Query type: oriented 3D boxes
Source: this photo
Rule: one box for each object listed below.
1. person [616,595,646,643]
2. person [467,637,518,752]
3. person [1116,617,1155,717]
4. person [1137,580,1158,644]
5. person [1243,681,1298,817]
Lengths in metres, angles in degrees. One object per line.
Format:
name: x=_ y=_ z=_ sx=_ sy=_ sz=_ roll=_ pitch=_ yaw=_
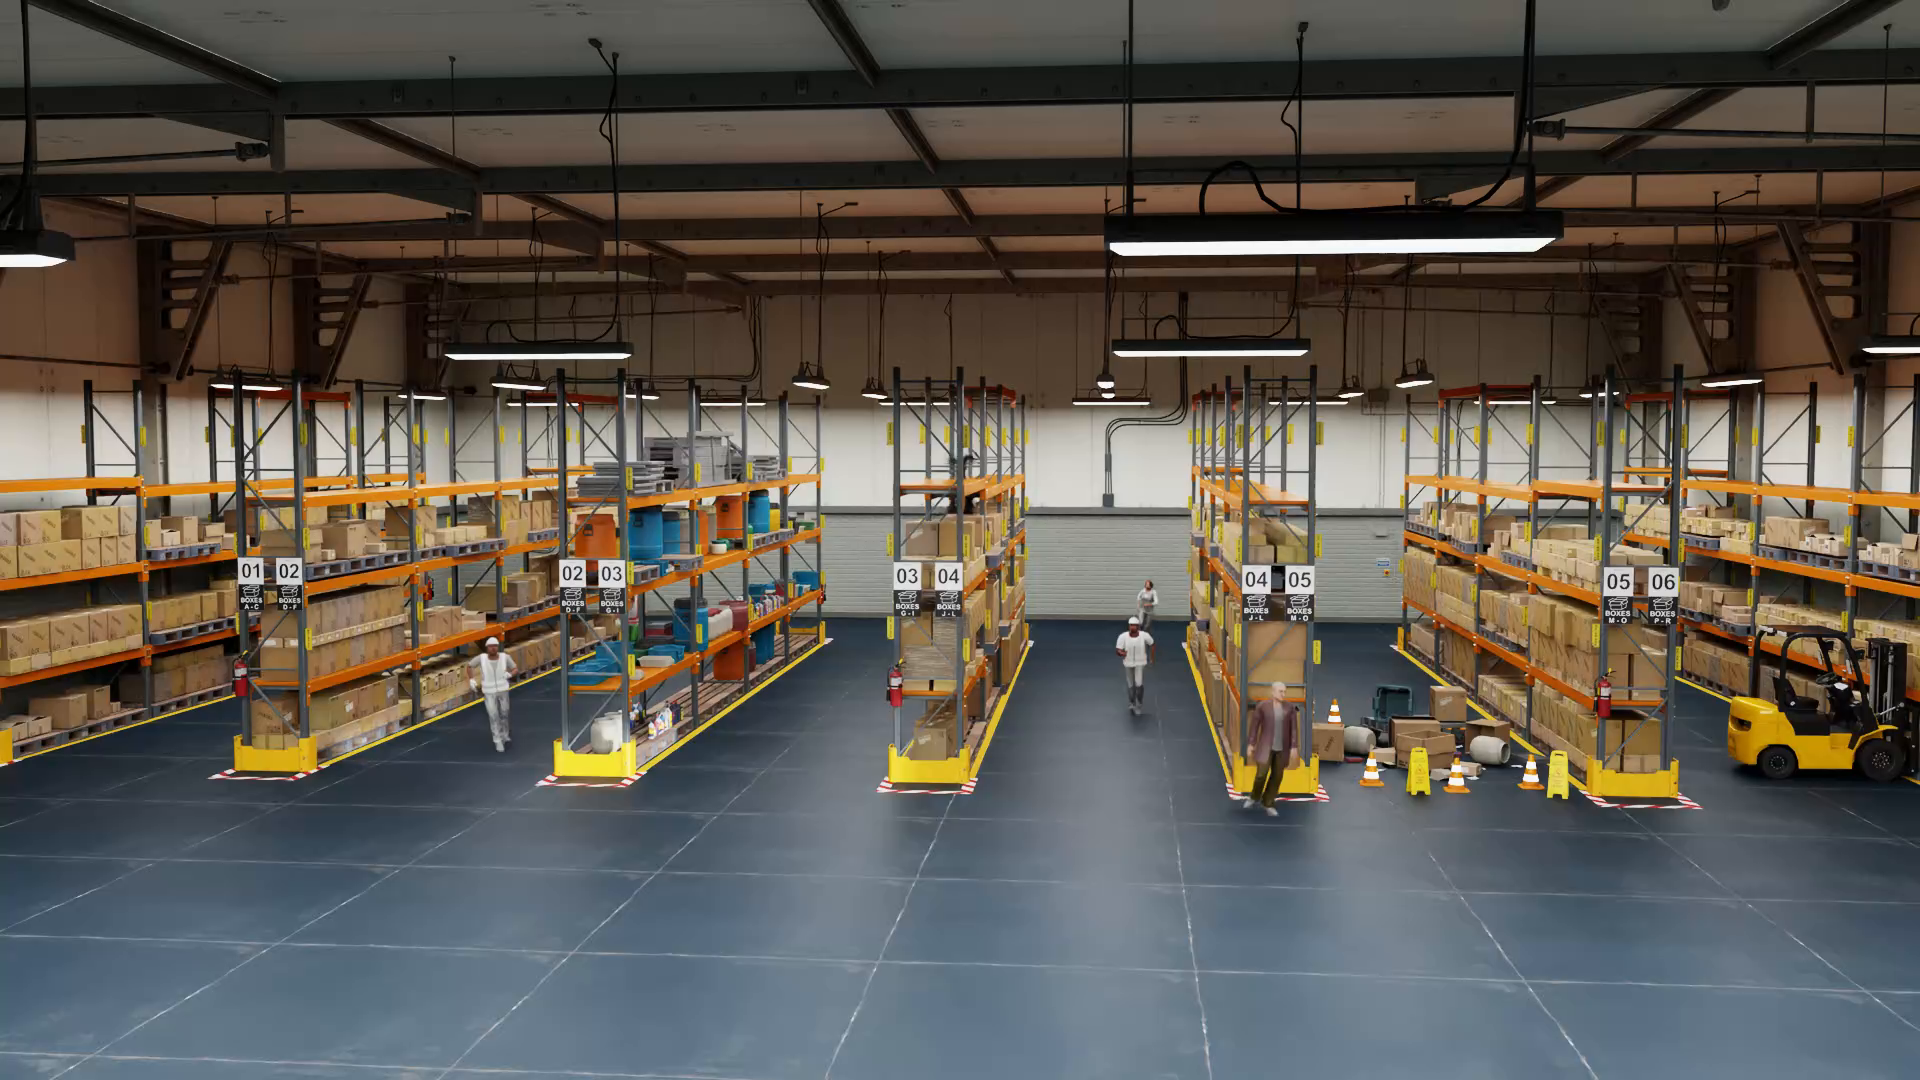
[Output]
person: x=-7.271 y=1.868 z=36.734 sx=0.667 sy=1.715 sz=0.703 roll=-1 pitch=4 yaw=-11
person: x=-7.483 y=2.470 z=26.675 sx=0.786 sy=1.844 sz=0.718 roll=-1 pitch=4 yaw=-23
person: x=3.136 y=2.271 z=29.847 sx=0.675 sy=1.787 sz=0.803 roll=1 pitch=4 yaw=12
person: x=4.466 y=1.760 z=39.595 sx=0.537 sy=1.635 sz=0.653 roll=1 pitch=4 yaw=18
person: x=4.100 y=2.814 z=21.970 sx=0.704 sy=1.689 sz=0.534 roll=-1 pitch=4 yaw=-9
